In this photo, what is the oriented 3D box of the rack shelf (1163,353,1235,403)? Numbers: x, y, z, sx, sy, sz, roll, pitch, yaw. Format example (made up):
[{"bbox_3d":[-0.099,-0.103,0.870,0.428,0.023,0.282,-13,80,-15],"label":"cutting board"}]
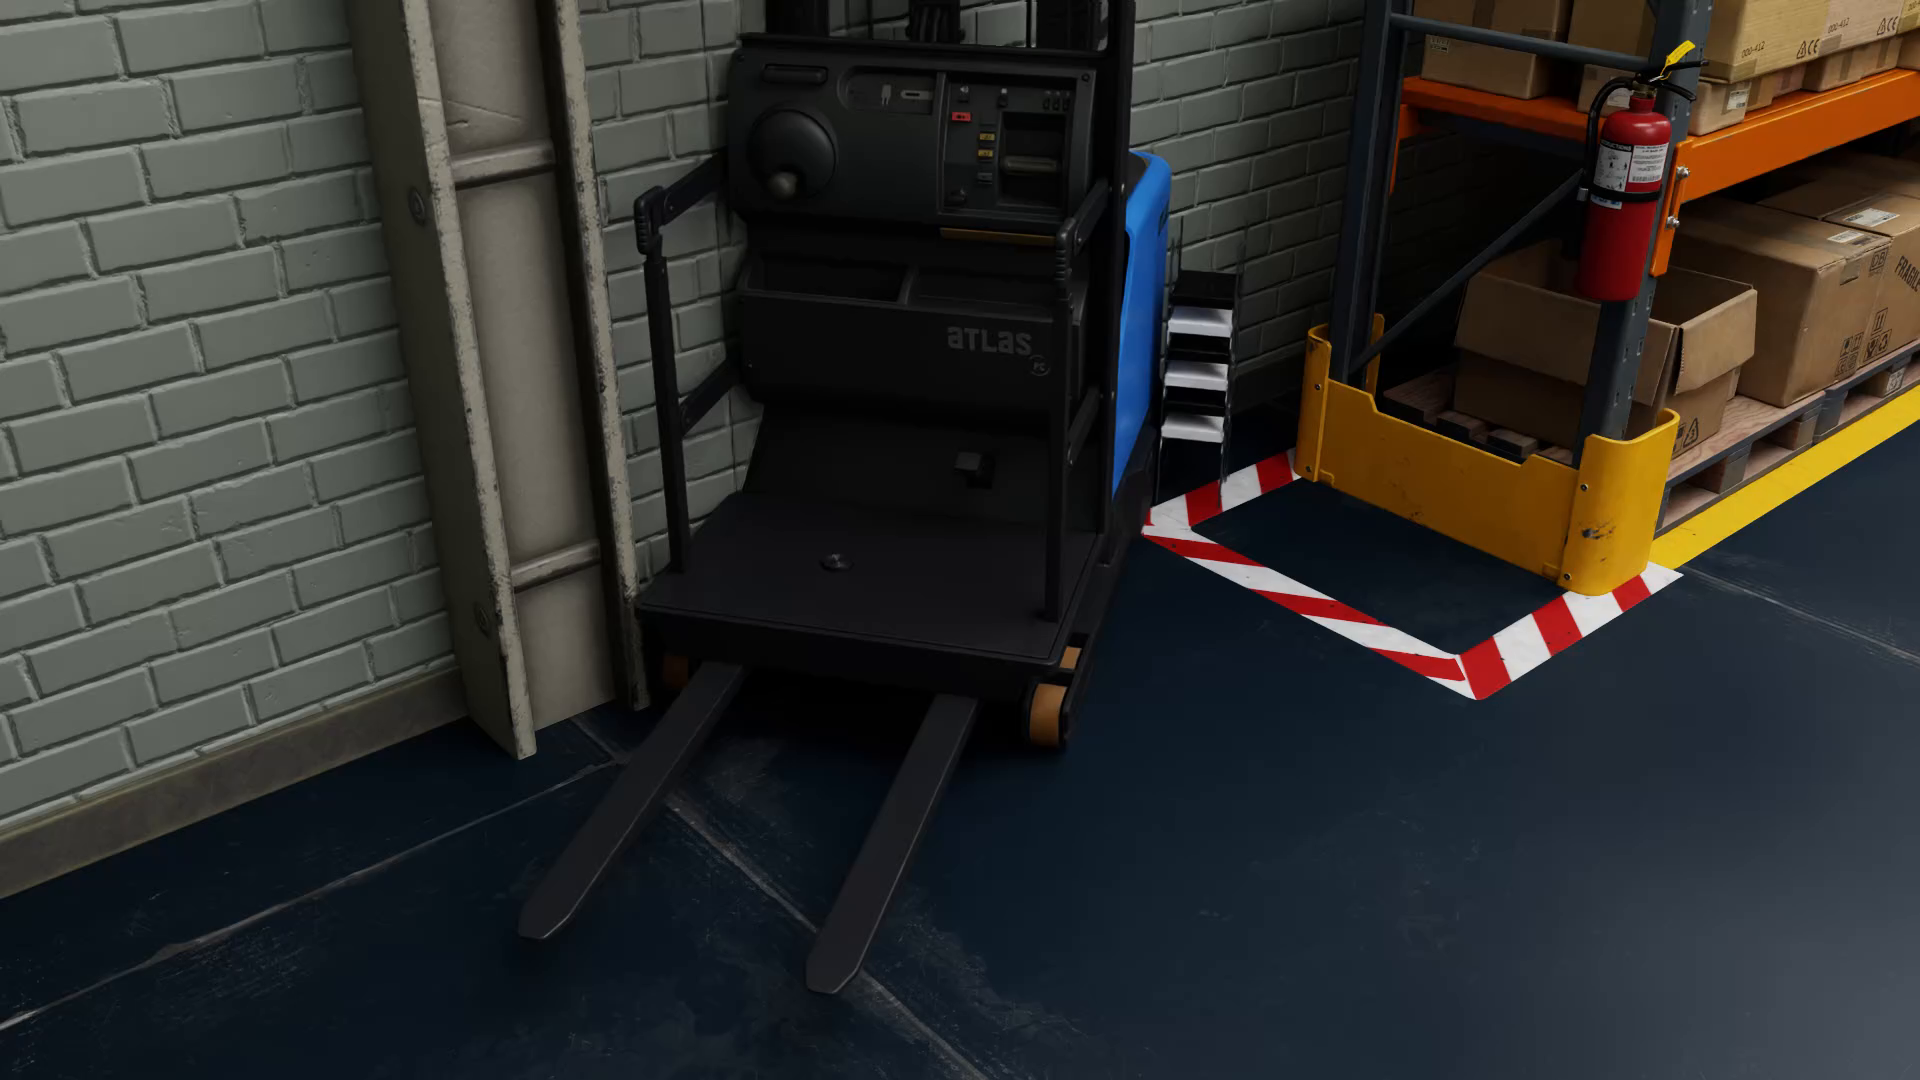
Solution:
[{"bbox_3d":[0.776,-0.536,5.368,0.200,0.077,0.258,7,29,13],"label":"rack shelf"}]

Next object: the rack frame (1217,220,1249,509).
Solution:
[{"bbox_3d":[0.874,-0.554,5.330,0.006,0.900,0.240,7,29,13],"label":"rack frame"}]

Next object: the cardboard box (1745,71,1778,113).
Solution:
[{"bbox_3d":[2.159,-1.368,4.893,0.250,0.149,0.380,-21,35,-34],"label":"cardboard box"}]

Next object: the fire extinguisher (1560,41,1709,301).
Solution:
[{"bbox_3d":[1.756,-0.973,4.365,0.183,0.674,0.296,-22,35,-35],"label":"fire extinguisher"}]

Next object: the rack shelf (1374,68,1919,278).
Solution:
[{"bbox_3d":[3.089,-1.676,5.968,4.000,0.370,1.077,-22,35,-35],"label":"rack shelf"}]

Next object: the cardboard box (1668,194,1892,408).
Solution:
[{"bbox_3d":[2.770,-0.865,5.893,0.500,0.500,0.700,-20,34,-33],"label":"cardboard box"}]

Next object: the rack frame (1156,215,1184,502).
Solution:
[{"bbox_3d":[0.677,-0.577,5.374,0.006,0.900,0.240,7,29,13],"label":"rack frame"}]

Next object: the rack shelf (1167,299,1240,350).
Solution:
[{"bbox_3d":[0.775,-0.694,5.282,0.200,0.077,0.258,7,29,13],"label":"rack shelf"}]

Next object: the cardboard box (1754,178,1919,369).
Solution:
[{"bbox_3d":[3.237,-0.991,6.129,0.500,0.500,0.500,-21,35,-34],"label":"cardboard box"}]

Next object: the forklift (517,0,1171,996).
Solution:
[{"bbox_3d":[-0.181,-0.962,3.940,1.130,2.935,3.031,7,29,13],"label":"forklift"}]

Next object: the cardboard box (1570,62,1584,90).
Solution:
[{"bbox_3d":[1.879,-1.524,5.186,0.250,0.149,0.380,-21,34,-34],"label":"cardboard box"}]

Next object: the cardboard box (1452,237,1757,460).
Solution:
[{"bbox_3d":[2.095,-0.619,5.429,0.637,0.503,0.797,-24,36,-37],"label":"cardboard box"}]

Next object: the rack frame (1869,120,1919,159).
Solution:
[{"bbox_3d":[4.611,-2.606,6.943,0.127,3.000,1.000,-22,35,-35],"label":"rack frame"}]

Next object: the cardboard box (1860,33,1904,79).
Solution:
[{"bbox_3d":[2.767,-1.599,5.326,0.250,0.149,0.380,-21,35,-34],"label":"cardboard box"}]

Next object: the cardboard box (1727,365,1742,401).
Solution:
[{"bbox_3d":[2.443,-0.579,5.730,0.250,0.149,0.380,-24,36,-37],"label":"cardboard box"}]

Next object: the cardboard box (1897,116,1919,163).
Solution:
[{"bbox_3d":[4.792,-1.945,7.913,0.500,0.500,0.500,-22,35,-35],"label":"cardboard box"}]

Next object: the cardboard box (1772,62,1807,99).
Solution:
[{"bbox_3d":[2.337,-1.461,5.067,0.250,0.149,0.380,-22,35,-36],"label":"cardboard box"}]

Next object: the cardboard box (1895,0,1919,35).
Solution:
[{"bbox_3d":[2.855,-1.800,5.279,0.500,0.250,0.500,-23,36,-36],"label":"cardboard box"}]

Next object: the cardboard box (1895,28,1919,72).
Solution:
[{"bbox_3d":[3.008,-1.650,5.421,0.250,0.149,0.380,-23,36,-36],"label":"cardboard box"}]

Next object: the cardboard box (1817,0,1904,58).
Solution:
[{"bbox_3d":[2.471,-1.643,4.986,0.500,0.250,0.500,-21,35,-34],"label":"cardboard box"}]

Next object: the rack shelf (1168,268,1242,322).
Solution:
[{"bbox_3d":[0.775,-0.774,5.240,0.200,0.077,0.258,7,29,13],"label":"rack shelf"}]

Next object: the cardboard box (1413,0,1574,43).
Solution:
[{"bbox_3d":[1.745,-1.683,5.060,0.500,0.250,0.500,-21,34,-34],"label":"cardboard box"}]

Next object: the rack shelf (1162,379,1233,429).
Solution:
[{"bbox_3d":[0.776,-0.457,5.410,0.200,0.077,0.258,7,29,13],"label":"rack shelf"}]

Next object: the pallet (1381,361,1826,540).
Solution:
[{"bbox_3d":[2.231,-0.419,5.811,1.213,0.211,1.003,-22,35,-35],"label":"pallet"}]

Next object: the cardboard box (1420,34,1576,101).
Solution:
[{"bbox_3d":[1.646,-1.469,5.082,0.250,0.149,0.380,-22,35,-35],"label":"cardboard box"}]

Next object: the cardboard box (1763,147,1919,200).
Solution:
[{"bbox_3d":[3.560,-1.183,6.488,0.500,0.500,0.700,-23,36,-37],"label":"cardboard box"}]

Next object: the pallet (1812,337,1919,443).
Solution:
[{"bbox_3d":[3.159,-0.791,6.506,1.213,0.211,1.003,-22,35,-35],"label":"pallet"}]

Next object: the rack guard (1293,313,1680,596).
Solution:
[{"bbox_3d":[1.626,-0.303,5.286,0.348,0.500,1.175,-22,35,-35],"label":"rack guard"}]

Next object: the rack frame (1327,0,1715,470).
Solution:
[{"bbox_3d":[1.568,-1.382,4.653,0.127,3.000,1.000,-22,35,-35],"label":"rack frame"}]

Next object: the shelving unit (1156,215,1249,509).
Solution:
[{"bbox_3d":[0.776,-0.565,5.352,0.210,0.900,0.258,7,29,13],"label":"shelving unit"}]

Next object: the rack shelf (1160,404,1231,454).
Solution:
[{"bbox_3d":[0.776,-0.377,5.453,0.200,0.077,0.258,7,29,13],"label":"rack shelf"}]

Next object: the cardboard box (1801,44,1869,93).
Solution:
[{"bbox_3d":[2.569,-1.516,5.171,0.250,0.149,0.380,-21,34,-33],"label":"cardboard box"}]

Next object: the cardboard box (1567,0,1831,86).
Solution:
[{"bbox_3d":[2.088,-1.489,4.698,0.500,0.250,0.500,-22,35,-35],"label":"cardboard box"}]

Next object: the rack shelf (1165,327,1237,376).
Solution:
[{"bbox_3d":[0.776,-0.615,5.325,0.200,0.077,0.258,7,29,13],"label":"rack shelf"}]

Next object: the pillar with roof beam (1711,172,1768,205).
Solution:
[{"bbox_3d":[6.290,-3.818,2.847,0.400,9.000,9.100,-22,35,-35],"label":"pillar with roof beam"}]

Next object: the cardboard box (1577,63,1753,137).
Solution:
[{"bbox_3d":[1.996,-1.273,4.717,0.250,0.149,0.380,-22,35,-35],"label":"cardboard box"}]
